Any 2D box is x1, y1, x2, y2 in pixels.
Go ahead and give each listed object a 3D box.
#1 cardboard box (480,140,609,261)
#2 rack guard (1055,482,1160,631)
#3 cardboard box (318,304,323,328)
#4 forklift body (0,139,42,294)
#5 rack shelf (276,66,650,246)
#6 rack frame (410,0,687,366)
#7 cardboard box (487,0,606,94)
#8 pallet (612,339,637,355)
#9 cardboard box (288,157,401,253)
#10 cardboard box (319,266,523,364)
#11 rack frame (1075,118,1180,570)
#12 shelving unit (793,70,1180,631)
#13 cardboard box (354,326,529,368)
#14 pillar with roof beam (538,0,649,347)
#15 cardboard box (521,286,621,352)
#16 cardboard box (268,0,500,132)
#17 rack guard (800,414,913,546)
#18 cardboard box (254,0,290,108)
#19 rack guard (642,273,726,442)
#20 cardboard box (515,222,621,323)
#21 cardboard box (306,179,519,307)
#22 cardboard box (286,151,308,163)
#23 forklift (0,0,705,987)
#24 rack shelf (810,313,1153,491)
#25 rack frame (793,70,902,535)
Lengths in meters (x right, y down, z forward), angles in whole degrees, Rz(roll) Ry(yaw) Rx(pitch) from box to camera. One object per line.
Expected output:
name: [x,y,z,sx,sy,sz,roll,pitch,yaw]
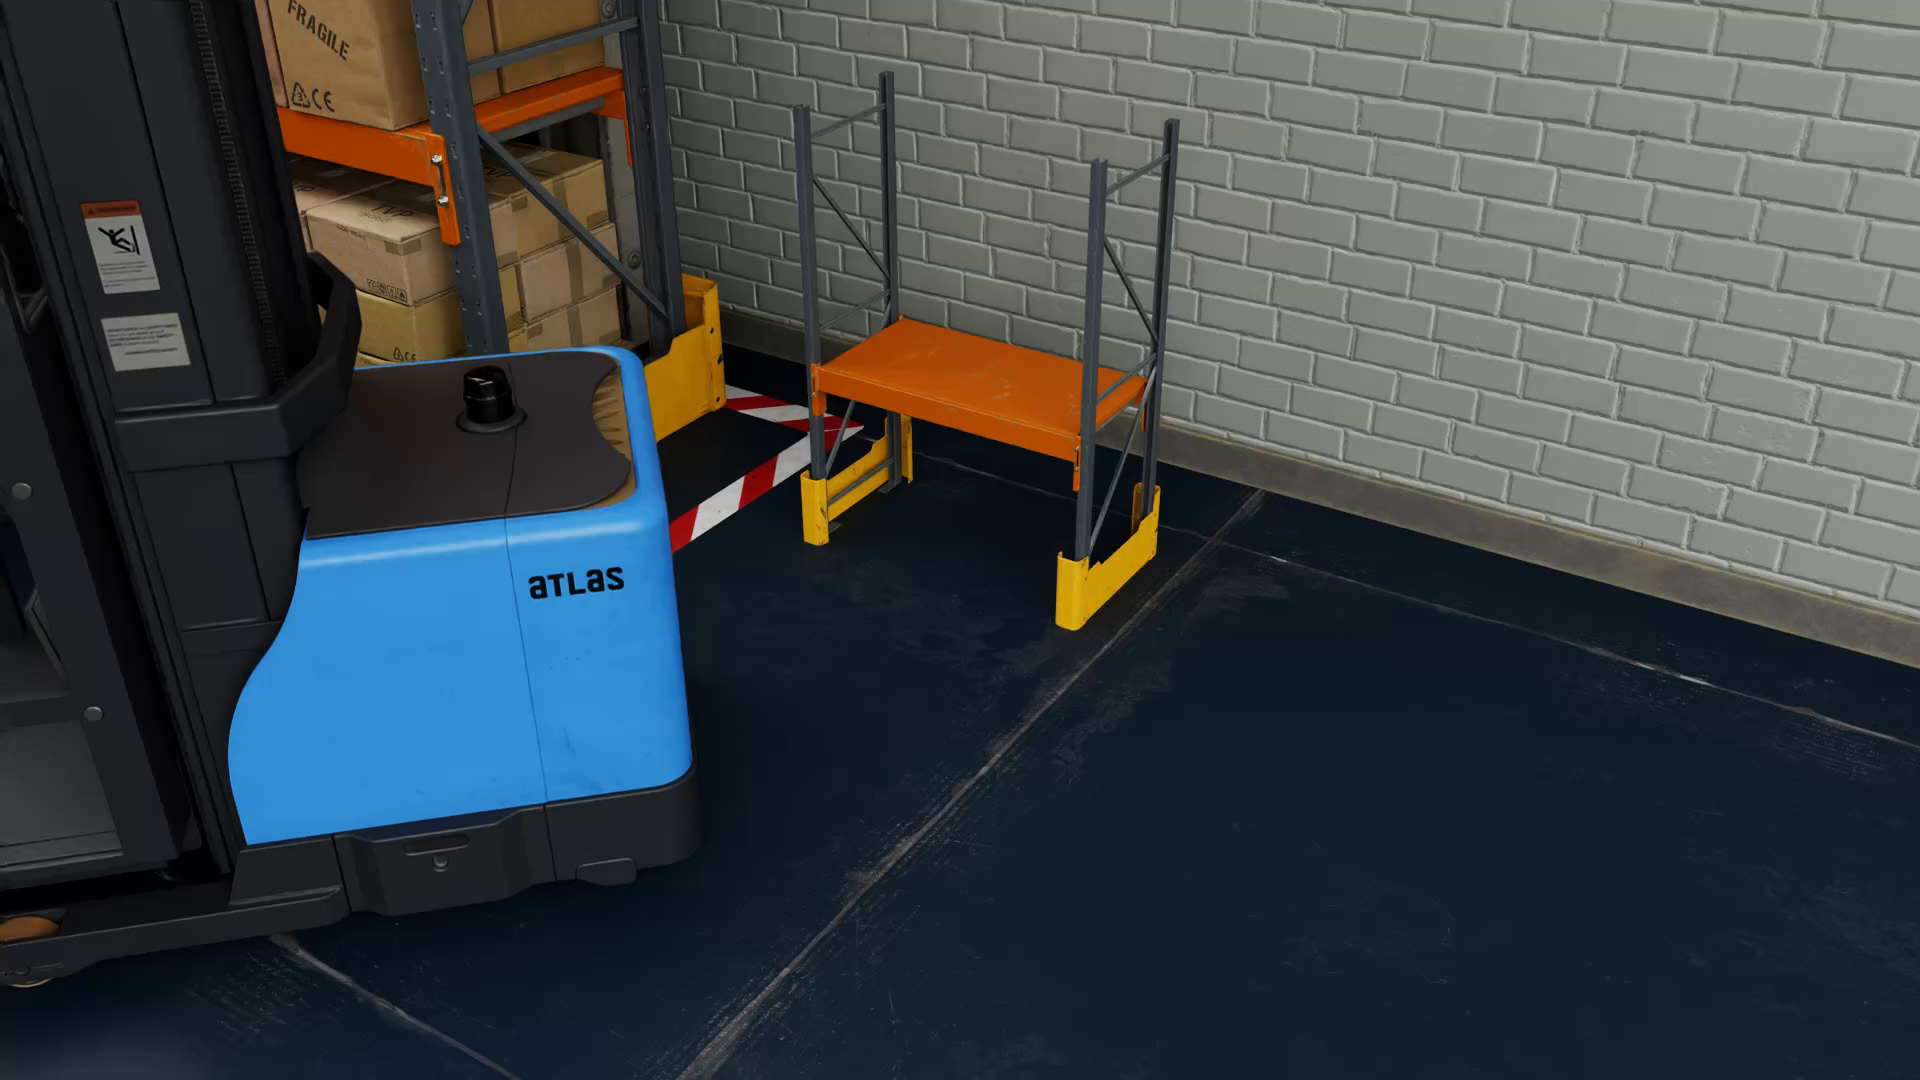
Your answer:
cardboard box: [-1.700,-1.299,6.319,0.500,0.250,0.500,17,34,27]
rack guard: [0.486,0.046,5.423,0.087,0.250,0.587,18,35,27]
cardboard box: [-2.391,-1.009,6.319,0.500,0.250,0.500,17,34,27]
forklift body: [-3.969,-1.026,5.375,1.214,2.155,2.313,18,35,27]
rack shelf: [-3.087,-1.889,6.725,4.000,0.370,1.077,18,35,27]
rack frame: [-1.393,-1.664,5.625,0.127,3.000,1.000,18,35,27]
cardboard box: [-1.665,-1.958,6.030,0.500,0.500,0.500,19,35,29]
pallet: [-2.063,-0.646,6.648,1.213,0.211,1.003,18,35,27]
cardboard box: [-2.385,-1.214,6.173,0.500,0.250,0.500,18,35,28]
cardboard box: [-1.972,-0.870,6.081,0.500,0.250,0.500,17,34,27]
rack frame: [0.503,-0.489,5.099,0.032,1.500,0.500,18,35,27]
shelving unit: [0.065,-0.627,5.337,1.083,1.500,0.587,18,35,27]
cardboard box: [-1.959,-0.648,6.197,0.500,0.250,0.500,18,35,28]
pillar with roof beam: [-3.793,-2.989,1.943,0.400,9.000,9.100,18,35,27]
cardboard box: [-1.705,-0.872,6.581,0.500,0.250,0.500,18,35,28]
cardboard box: [-1.950,-1.727,5.634,0.500,0.500,0.500,17,34,26]
rack guard: [-0.357,-0.221,5.881,0.087,0.250,0.587,18,35,27]
cardboard box: [-2.384,-1.870,5.879,0.500,0.500,0.500,19,35,29]
rack guard: [-1.373,-0.577,6.244,0.348,0.500,1.175,18,35,27]
cardboard box: [-1.681,-1.088,6.454,0.500,0.250,0.500,18,35,28]
cardboard box: [-1.949,-1.079,5.943,0.500,0.250,0.500,19,35,29]
cardboard box: [-2.818,-1.345,6.398,0.500,0.250,0.500,18,35,28]
forklift: [-2.232,-0.479,3.662,3.031,2.935,1.130,-7,31,-11]
rack shelf: [0.072,-0.470,5.424,1.000,0.185,0.538,18,35,27]
rack frame: [-0.358,-0.761,5.566,0.032,1.500,0.500,18,35,27]
